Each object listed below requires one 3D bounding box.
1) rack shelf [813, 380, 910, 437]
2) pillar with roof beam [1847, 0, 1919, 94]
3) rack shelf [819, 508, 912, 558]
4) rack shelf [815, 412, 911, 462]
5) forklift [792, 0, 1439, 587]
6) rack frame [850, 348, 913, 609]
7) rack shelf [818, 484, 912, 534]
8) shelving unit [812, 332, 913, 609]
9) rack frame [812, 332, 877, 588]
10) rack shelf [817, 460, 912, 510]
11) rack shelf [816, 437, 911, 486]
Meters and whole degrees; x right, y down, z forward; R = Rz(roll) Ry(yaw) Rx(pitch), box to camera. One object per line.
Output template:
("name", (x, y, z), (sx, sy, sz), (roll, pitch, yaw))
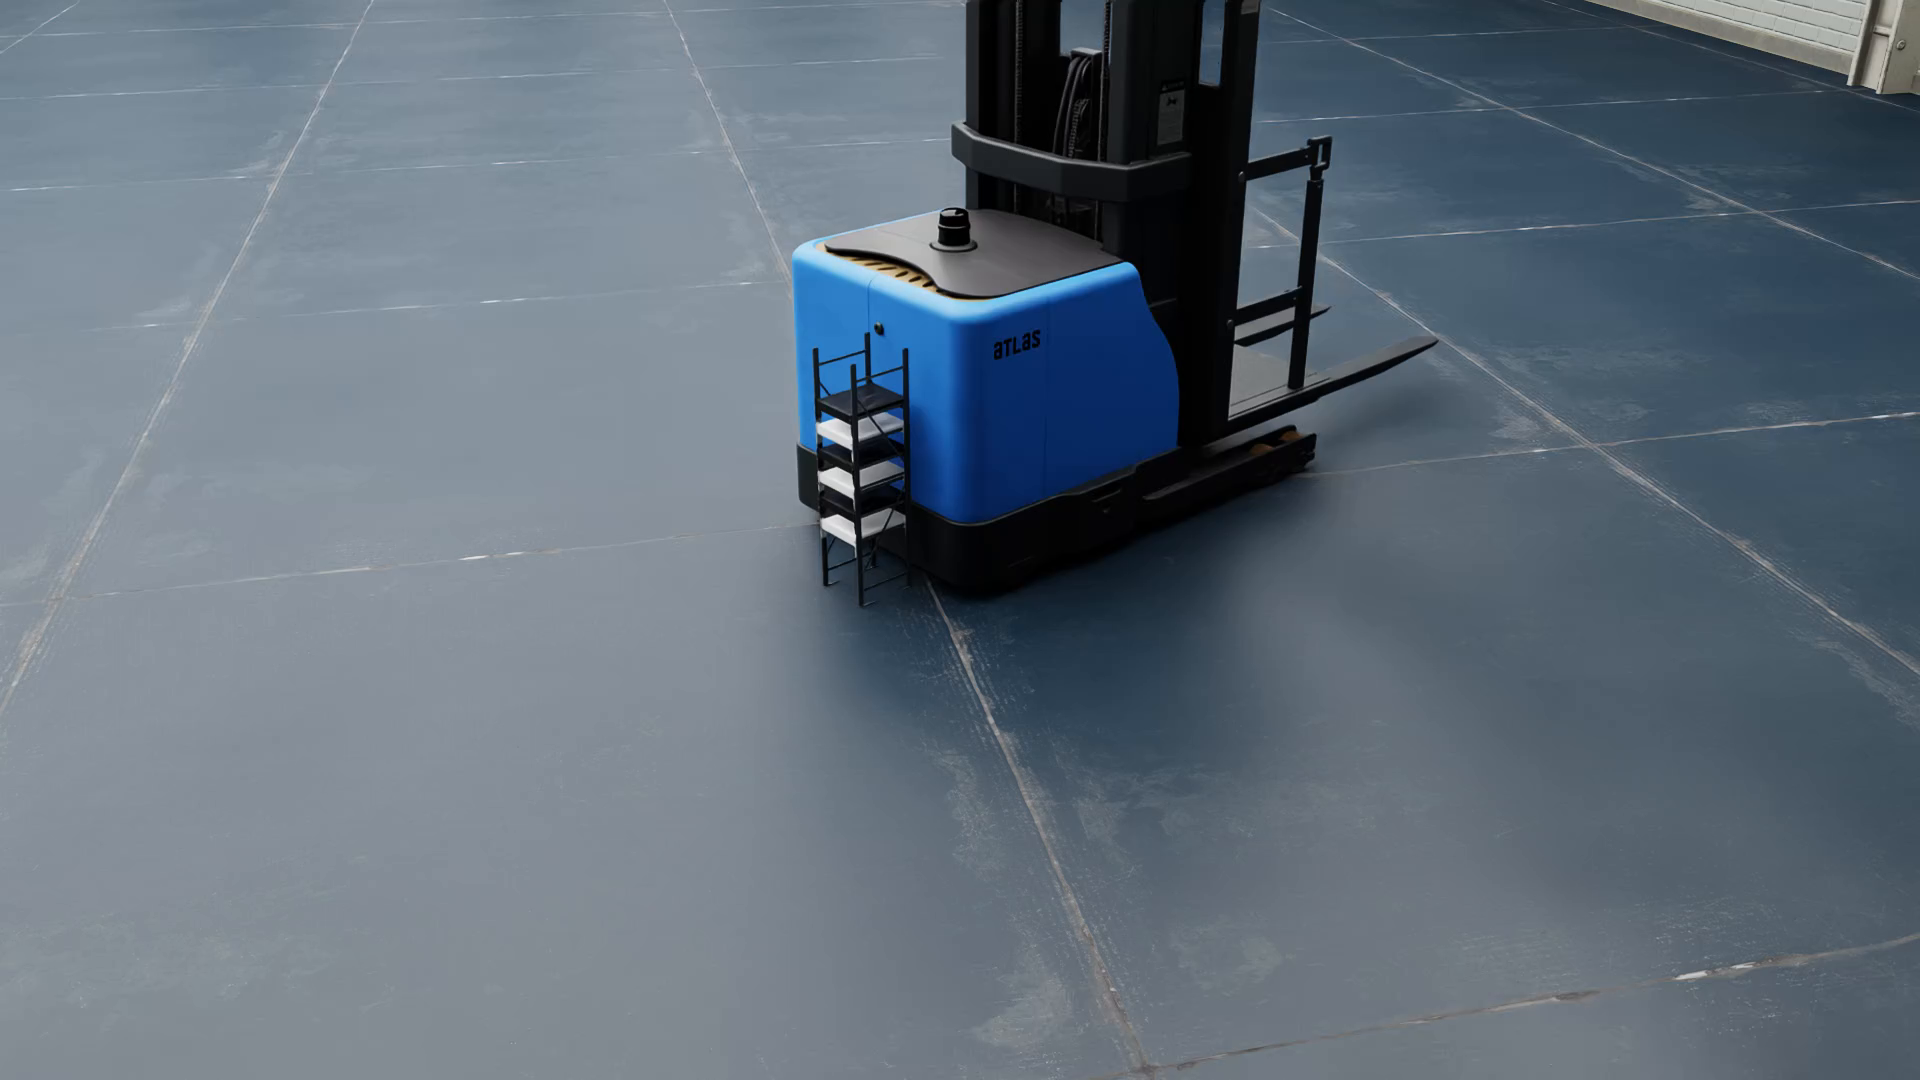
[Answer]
("rack shelf", (-0.330, -0.445, 5.608), (0.258, 0.077, 0.200), (-22, 34, -36))
("pillar with roof beam", (3.289, -7.257, 10.641), (9.100, 9.000, 0.400), (-6, 27, -12))
("rack shelf", (-0.329, -0.044, 5.811), (0.258, 0.077, 0.200), (-22, 34, -36))
("rack shelf", (-0.330, -0.365, 5.648), (0.258, 0.077, 0.200), (-22, 34, -36))
("forklift", (0.820, -1.687, 6.340), (3.031, 2.935, 1.130), (-22, 34, -36))
("rack frame", (-0.262, -0.200, 5.647), (0.240, 0.900, 0.006), (-22, 34, -36))
("rack shelf", (-0.329, -0.124, 5.771), (0.258, 0.077, 0.200), (-22, 34, -36))
("shelving unit", (-0.329, -0.234, 5.715), (0.258, 0.900, 0.210), (-22, 34, -36))
("rack frame", (-0.396, -0.269, 5.783), (0.240, 0.900, 0.006), (-22, 34, -36))
("rack shelf", (-0.329, -0.205, 5.730), (0.258, 0.077, 0.200), (-22, 34, -36))
("rack shelf", (-0.330, -0.285, 5.689), (0.258, 0.077, 0.200), (-22, 34, -36))
